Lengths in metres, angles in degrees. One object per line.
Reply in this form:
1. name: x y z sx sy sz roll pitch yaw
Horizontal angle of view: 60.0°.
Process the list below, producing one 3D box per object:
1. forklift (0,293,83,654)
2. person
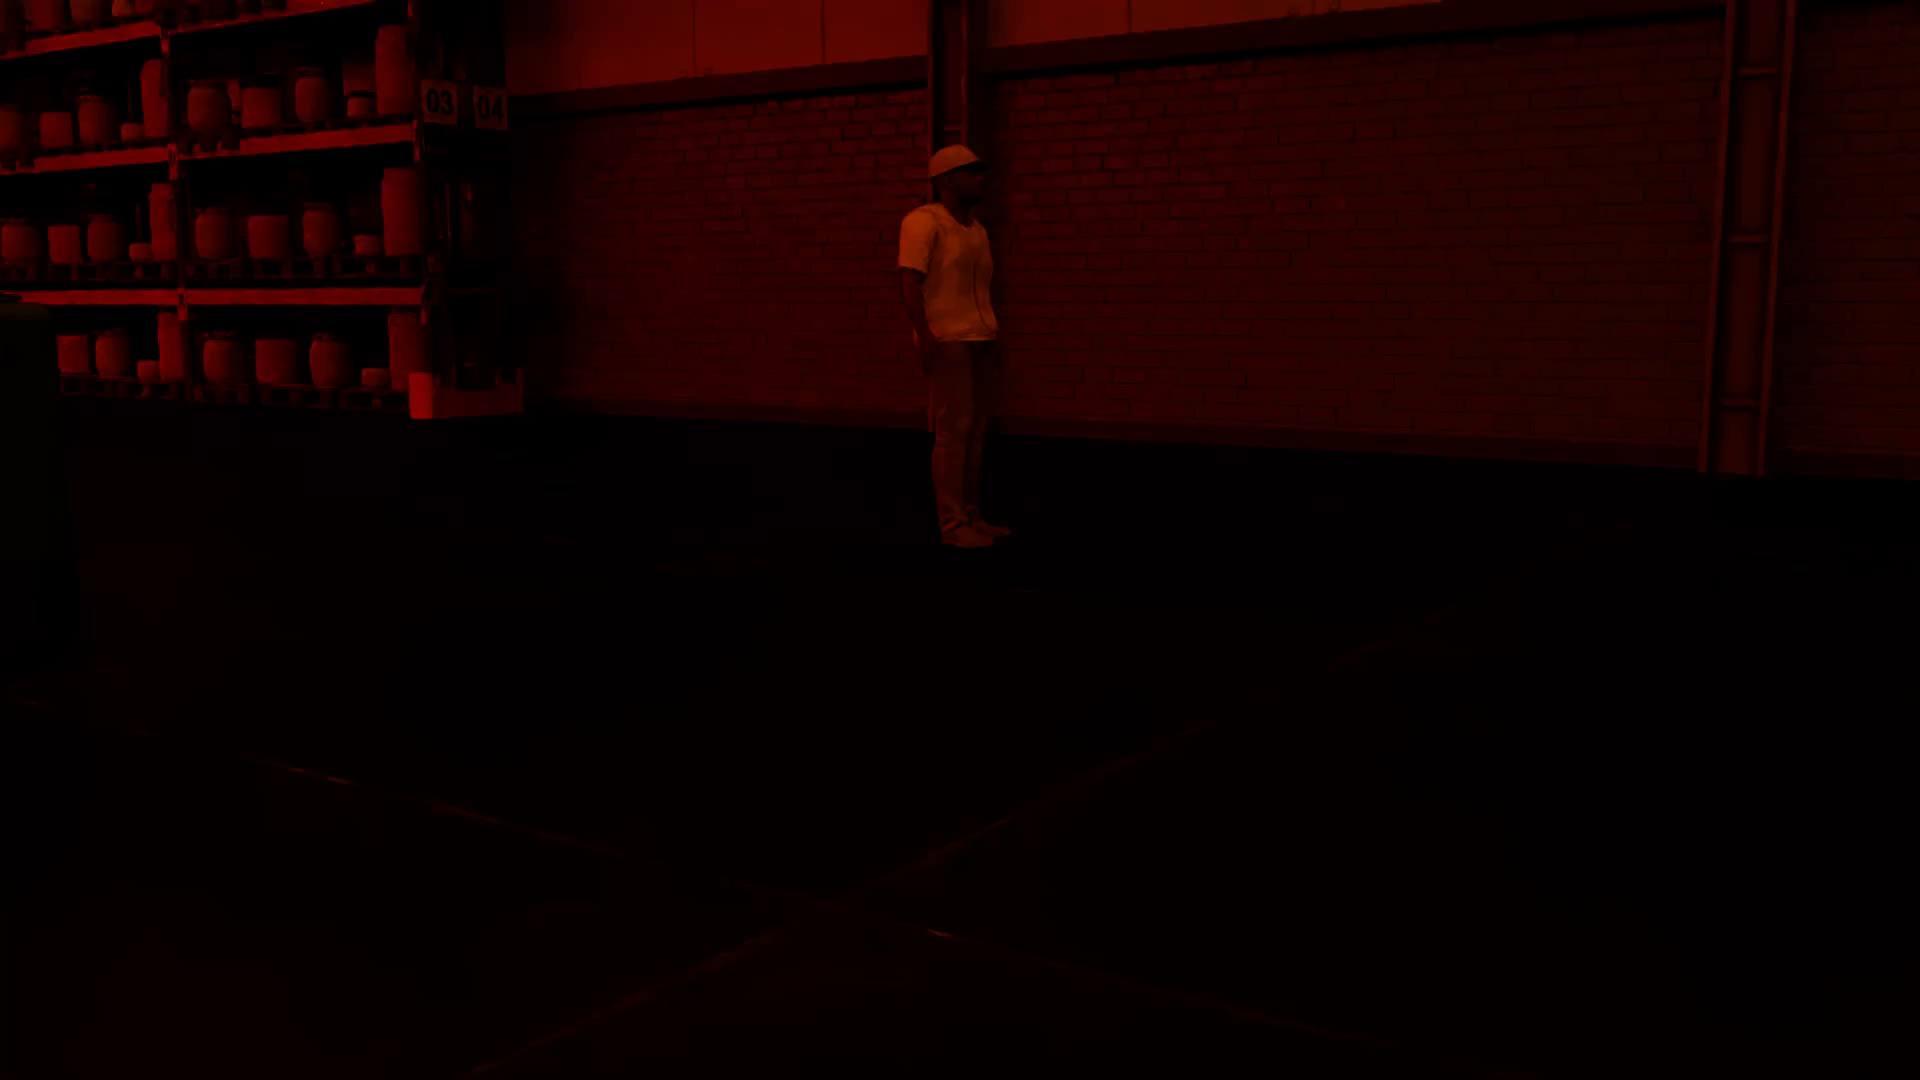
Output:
1. forklift: -4.226 -1.037 4.485 3.031 2.935 1.130 -6 10 -34
2. person: 0.055 -0.875 7.435 0.576 1.766 0.665 5 10 34
